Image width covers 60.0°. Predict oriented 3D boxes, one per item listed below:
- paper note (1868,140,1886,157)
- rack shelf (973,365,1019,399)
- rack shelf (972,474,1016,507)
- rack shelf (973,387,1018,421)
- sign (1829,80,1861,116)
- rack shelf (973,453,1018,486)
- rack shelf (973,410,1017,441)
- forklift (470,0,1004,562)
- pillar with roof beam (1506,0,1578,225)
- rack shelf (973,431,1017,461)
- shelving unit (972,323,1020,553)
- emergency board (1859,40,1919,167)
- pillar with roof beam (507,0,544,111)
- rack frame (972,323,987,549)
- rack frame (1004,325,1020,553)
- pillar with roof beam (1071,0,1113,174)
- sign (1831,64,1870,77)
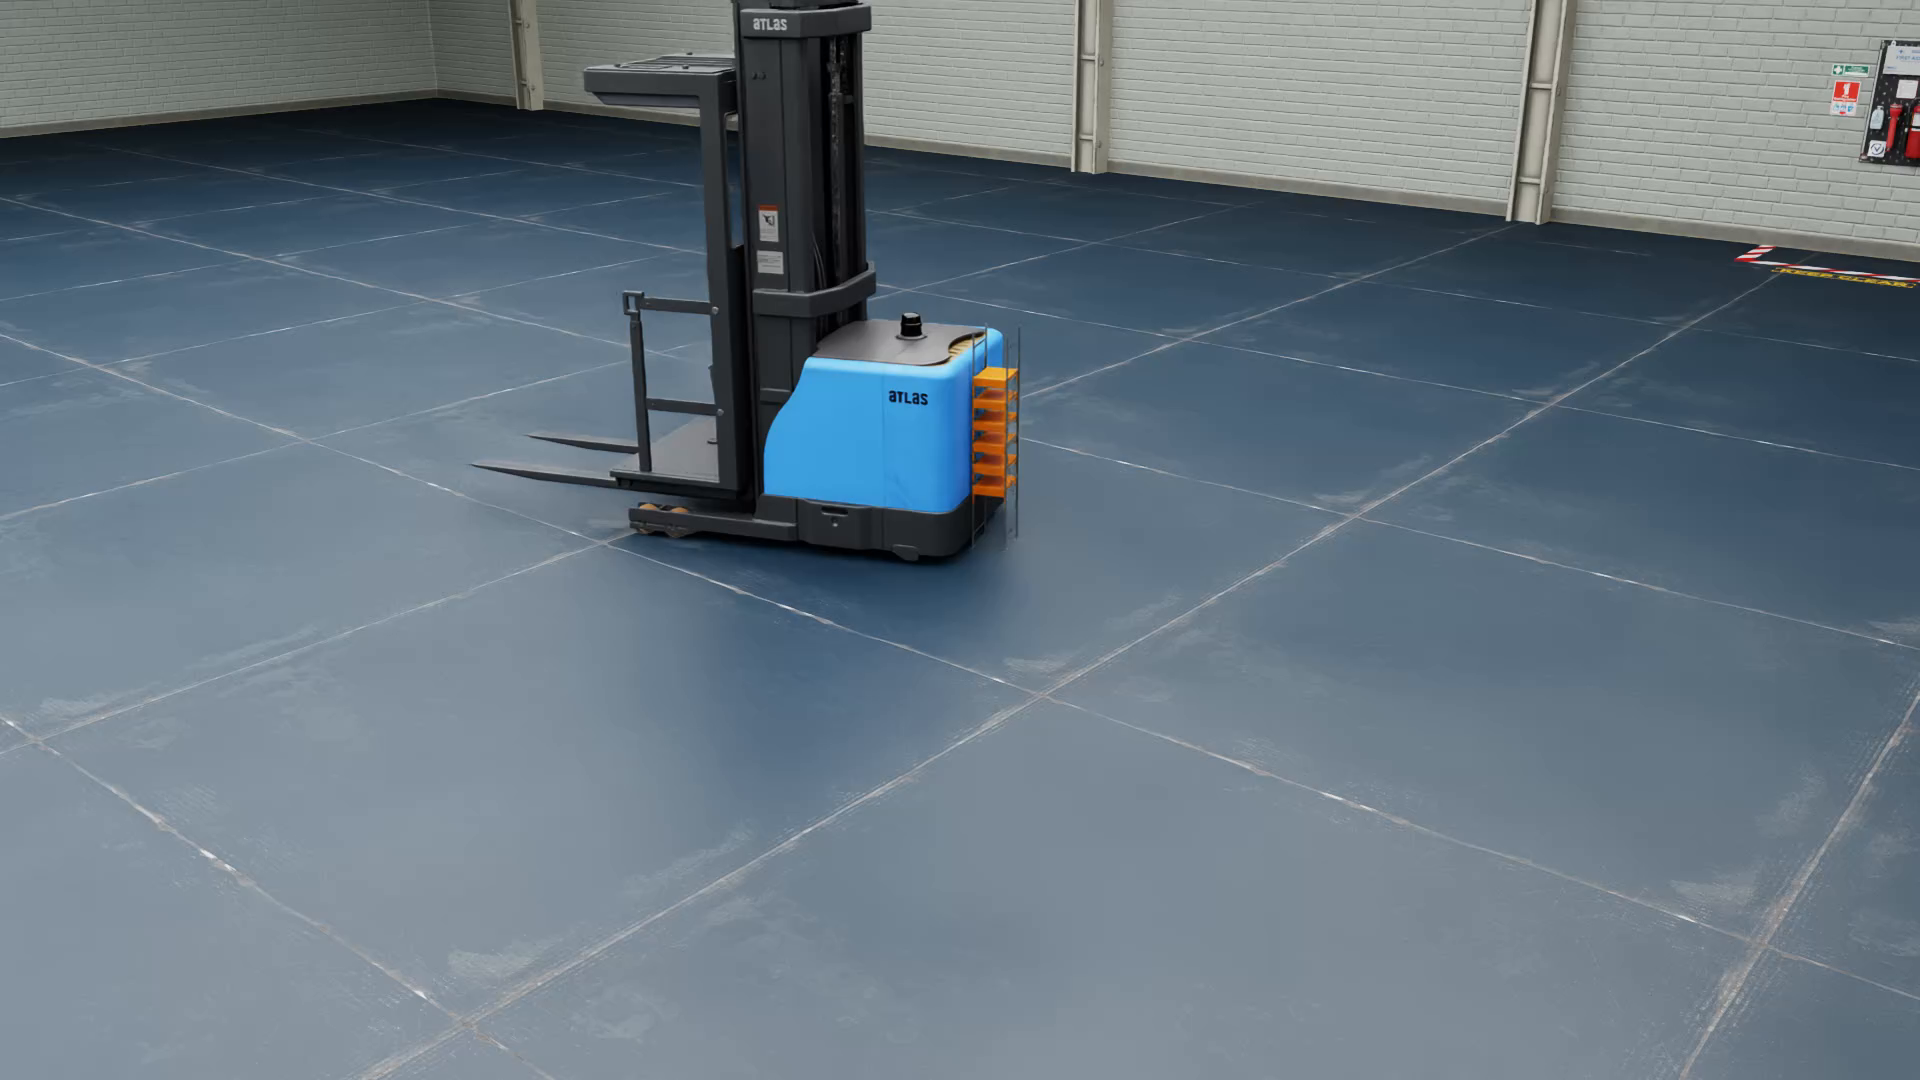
[{"bbox_3d":[9.044,-3.859,16.398,0.142,0.148,0.016,16,26,36],"label":"paper note"},{"bbox_3d":[0.192,-0.837,8.794,0.180,0.103,0.258,7,22,17],"label":"rack shelf"},{"bbox_3d":[0.192,-0.276,9.006,0.180,0.103,0.258,7,22,17],"label":"rack shelf"},{"bbox_3d":[0.192,-0.725,8.837,0.180,0.103,0.258,7,22,17],"label":"rack shelf"},{"bbox_3d":[8.774,-4.381,16.483,0.234,0.329,0.001,16,26,36],"label":"sign"},{"bbox_3d":[0.192,-0.388,8.964,0.180,0.103,0.258,7,22,17],"label":"rack shelf"},{"bbox_3d":[0.192,-0.613,8.879,0.180,0.103,0.258,7,22,17],"label":"rack shelf"},{"bbox_3d":[-1.321,-1.550,9.125,3.031,2.935,1.130,7,22,17],"label":"forklift"},{"bbox_3d":[3.657,-6.619,13.968,0.400,9.000,9.100,16,26,36],"label":"pillar with roof beam"},{"bbox_3d":[0.192,-0.501,8.921,0.180,0.103,0.258,7,22,17],"label":"rack shelf"},{"bbox_3d":[0.192,-0.542,8.906,0.189,1.200,0.258,7,22,17],"label":"shelving unit"},{"bbox_3d":[9.137,-4.212,16.087,0.643,1.169,0.194,16,26,36],"label":"emergency board"},{"bbox_3d":[-10.288,-10.635,24.618,0.400,9.000,9.100,16,26,36],"label":"pillar with roof beam"},{"bbox_3d":[0.105,-0.552,8.932,0.006,1.200,0.240,7,22,17],"label":"rack frame"},{"bbox_3d":[0.279,-0.532,8.879,0.006,1.200,0.240,7,22,17],"label":"rack frame"},{"bbox_3d":[-0.991,-7.958,17.518,0.400,9.000,9.100,16,26,36],"label":"pillar with roof beam"},{"bbox_3d":[8.772,-4.625,16.380,0.331,0.109,0.001,16,26,36],"label":"sign"}]
